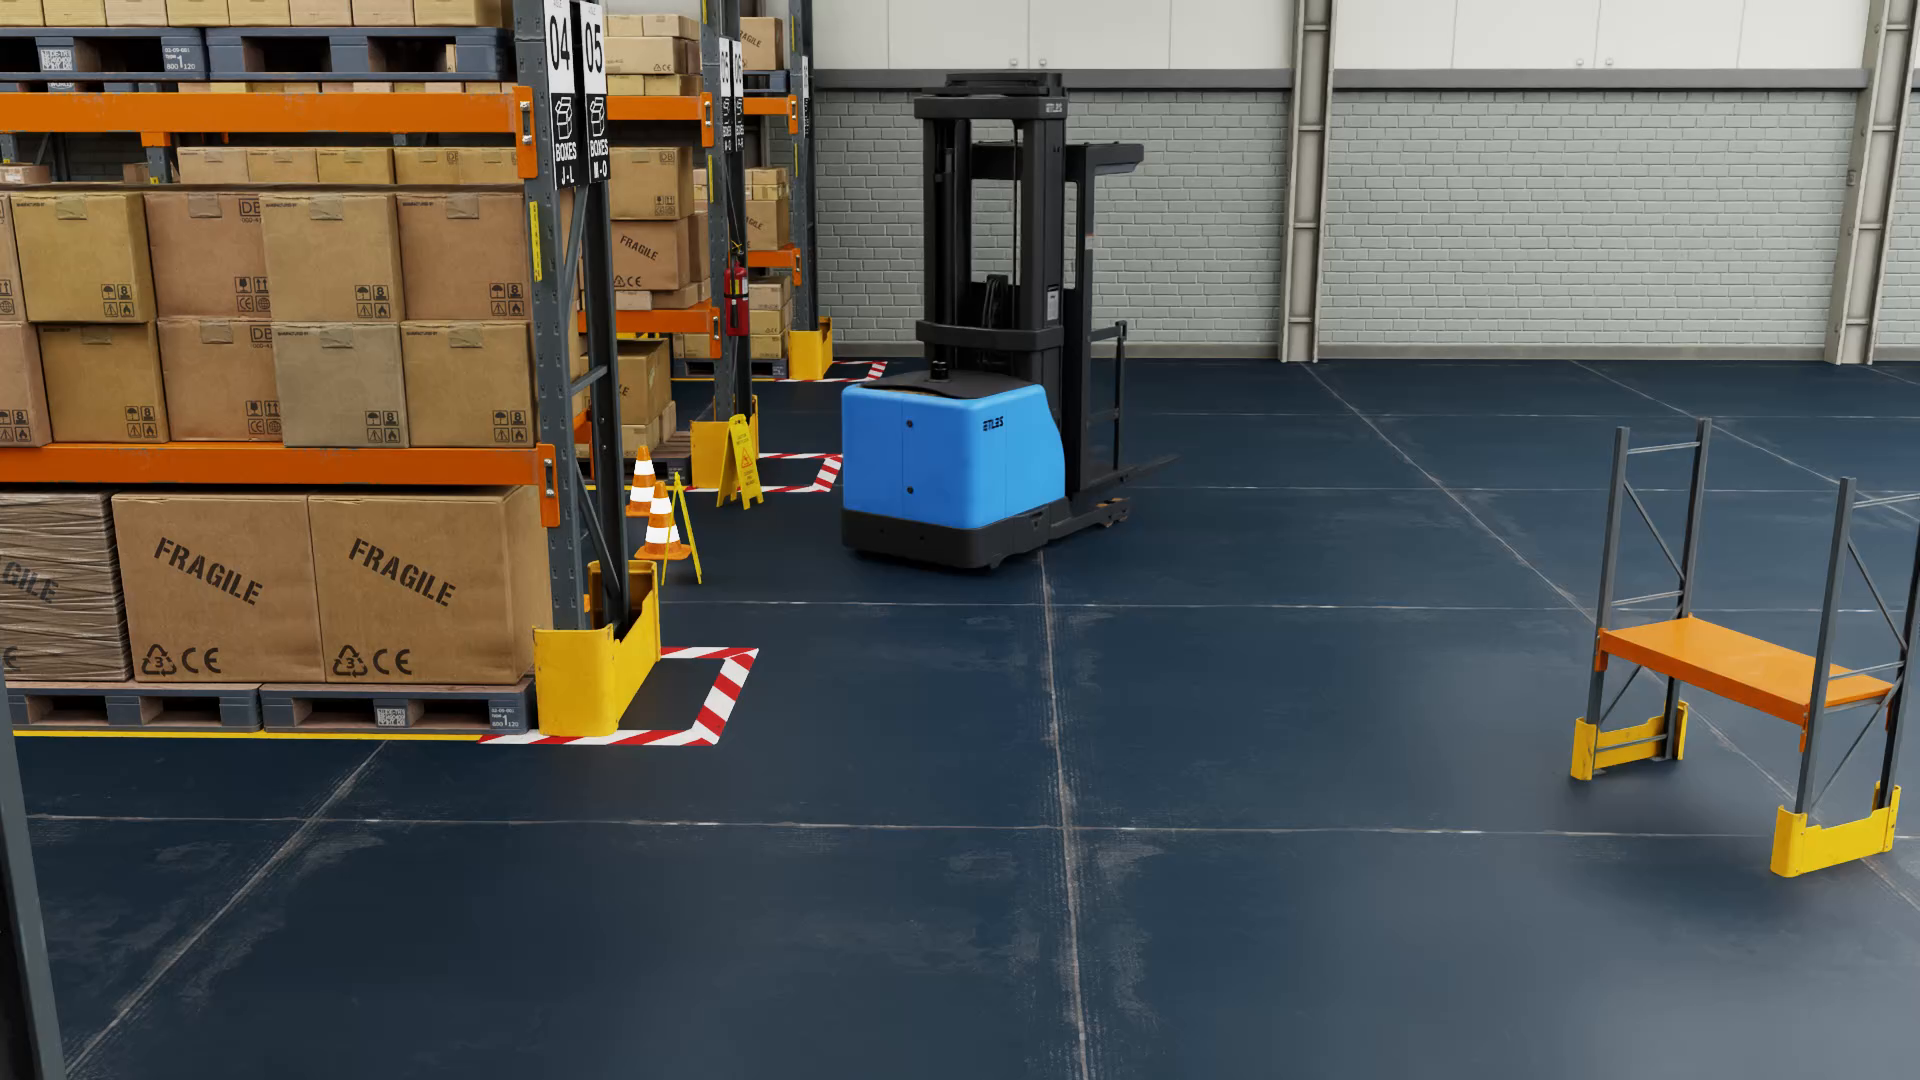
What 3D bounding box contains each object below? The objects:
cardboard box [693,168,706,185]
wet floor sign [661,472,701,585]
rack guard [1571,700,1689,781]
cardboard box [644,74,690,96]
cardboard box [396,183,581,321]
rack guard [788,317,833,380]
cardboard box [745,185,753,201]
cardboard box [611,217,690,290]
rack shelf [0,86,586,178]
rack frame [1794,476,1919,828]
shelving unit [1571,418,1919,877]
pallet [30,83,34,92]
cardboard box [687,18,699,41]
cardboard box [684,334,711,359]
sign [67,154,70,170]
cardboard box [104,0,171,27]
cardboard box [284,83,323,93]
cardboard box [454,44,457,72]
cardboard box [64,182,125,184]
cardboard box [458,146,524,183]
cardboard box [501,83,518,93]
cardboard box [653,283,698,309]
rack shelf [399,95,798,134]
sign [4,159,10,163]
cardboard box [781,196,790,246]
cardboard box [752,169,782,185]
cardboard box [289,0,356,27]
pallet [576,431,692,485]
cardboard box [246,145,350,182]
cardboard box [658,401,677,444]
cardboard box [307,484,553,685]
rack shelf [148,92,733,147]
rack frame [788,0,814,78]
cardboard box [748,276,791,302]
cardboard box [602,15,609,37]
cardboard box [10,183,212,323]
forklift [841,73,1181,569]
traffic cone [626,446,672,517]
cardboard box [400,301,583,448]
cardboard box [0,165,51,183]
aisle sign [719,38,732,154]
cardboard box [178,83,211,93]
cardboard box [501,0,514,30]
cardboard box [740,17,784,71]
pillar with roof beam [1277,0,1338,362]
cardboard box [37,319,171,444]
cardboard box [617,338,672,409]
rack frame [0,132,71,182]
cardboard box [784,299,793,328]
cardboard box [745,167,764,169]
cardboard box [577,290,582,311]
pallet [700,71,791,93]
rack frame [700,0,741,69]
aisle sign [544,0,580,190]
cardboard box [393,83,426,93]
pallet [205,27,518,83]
[{"bbox_3d":[-2.719,-3.706,16.958,0.250,0.149,0.380,0,15,2],"label":"cardboard box"},{"bbox_3d":[-1.668,-0.080,9.880,0.232,0.644,0.267,-2,15,-8],"label":"wet floor sign"},{"bbox_3d":[2.868,0.853,7.117,0.587,0.250,0.087,-7,16,-24],"label":"rack guard"},{"bbox_3d":[-2.086,-3.237,11.841,0.250,0.149,0.380,0,15,2],"label":"cardboard box"},{"bbox_3d":[-2.117,-1.321,7.556,0.550,0.550,0.875,0,15,1],"label":"cardboard box"},{"bbox_3d":[-1.575,-2.034,17.570,0.348,0.500,1.175,0,15,1],"label":"rack guard"},{"bbox_3d":[-2.209,-3.530,16.871,0.250,0.149,0.380,1,15,2],"label":"cardboard box"},{"bbox_3d":[-2.272,-2.102,12.150,0.500,0.500,0.500,0,15,0],"label":"cardboard box"},{"bbox_3d":[-3.747,-1.830,7.425,4.000,0.370,1.077,0,15,1],"label":"rack shelf"},{"bbox_3d":[3.298,0.483,6.068,0.500,1.500,0.032,-7,16,-24],"label":"rack frame"},{"bbox_3d":[3.079,0.364,6.521,0.587,1.500,1.083,-7,16,-24],"label":"shelving unit"},{"bbox_3d":[-7.372,-3.400,12.334,1.003,0.211,1.213,0,15,1],"label":"pallet"},{"bbox_3d":[-2.072,-3.746,12.207,0.250,0.149,0.380,0,15,1],"label":"cardboard box"},{"bbox_3d":[-2.574,-2.045,17.276,0.500,0.250,0.500,0,15,1],"label":"cardboard box"},{"bbox_3d":[-9.586,-3.996,17.838,0.005,0.325,0.100,0,15,1],"label":"sign"},{"bbox_3d":[-3.359,-2.218,6.962,0.250,0.149,0.380,0,15,2],"label":"cardboard box"},{"bbox_3d":[-4.655,-3.266,11.953,0.250,0.149,0.380,1,15,3],"label":"cardboard box"},{"bbox_3d":[-3.262,-3.439,11.826,0.500,0.250,0.500,1,15,3],"label":"cardboard box"},{"bbox_3d":[-6.683,-2.478,12.749,0.500,0.500,0.500,0,15,2],"label":"cardboard box"},{"bbox_3d":[-3.257,-2.583,12.010,0.500,0.500,0.700,0,15,1],"label":"cardboard box"},{"bbox_3d":[-3.102,-3.249,11.886,0.250,0.149,0.380,0,15,1],"label":"cardboard box"},{"bbox_3d":[-2.101,-1.803,12.288,0.250,0.149,0.380,1,15,3],"label":"cardboard box"},{"bbox_3d":[-3.598,-4.358,17.010,4.000,0.370,1.077,0,15,1],"label":"rack shelf"},{"bbox_3d":[-9.601,-3.678,16.787,0.005,0.325,0.100,0,15,1],"label":"sign"},{"bbox_3d":[-2.087,-3.365,17.519,0.500,0.500,0.500,1,15,3],"label":"cardboard box"},{"bbox_3d":[-1.963,-3.697,16.923,0.250,0.149,0.380,0,15,2],"label":"cardboard box"},{"bbox_3d":[-2.597,-2.213,6.943,0.250,0.149,0.380,1,15,2],"label":"cardboard box"},{"bbox_3d":[-2.609,-0.644,12.865,1.213,0.211,1.003,0,15,1],"label":"pallet"},{"bbox_3d":[-4.776,-2.612,12.120,0.500,0.500,0.700,0,15,2],"label":"cardboard box"},{"bbox_3d":[-2.521,-0.926,13.038,0.500,0.250,0.500,0,15,1],"label":"cardboard box"},{"bbox_3d":[-2.427,0.123,7.837,0.875,0.875,0.875,0,15,2],"label":"cardboard box"},{"bbox_3d":[-3.721,-3.093,12.212,4.000,0.370,1.077,0,15,1],"label":"rack shelf"},{"bbox_3d":[-1.599,-6.144,16.486,0.127,3.000,1.000,0,15,1],"label":"rack frame"},{"bbox_3d":[-2.075,-2.651,17.616,0.500,0.250,0.500,0,15,1],"label":"cardboard box"},{"bbox_3d":[-2.580,-3.627,11.756,0.250,0.149,0.380,0,15,1],"label":"cardboard box"},{"bbox_3d":[-3.759,-1.310,7.513,0.500,0.550,0.875,0,15,1],"label":"cardboard box"},{"bbox_3d":[0.508,-1.561,11.012,1.130,2.935,3.031,10,18,33],"label":"forklift"},{"bbox_3d":[-2.185,-0.424,11.541,0.334,0.463,0.336,0,15,1],"label":"traffic cone"},{"bbox_3d":[-2.120,-0.777,7.613,0.550,0.550,0.875,0,15,1],"label":"cardboard box"},{"bbox_3d":[-6.877,-2.659,12.163,0.250,0.149,0.380,0,15,0],"label":"cardboard box"},{"bbox_3d":[-1.668,-3.160,11.840,0.004,0.787,0.394,0,15,1],"label":"aisle sign"},{"bbox_3d":[-5.412,-3.267,11.954,0.250,0.149,0.380,0,15,1],"label":"cardboard box"},{"bbox_3d":[-2.082,-2.378,7.568,0.250,0.149,0.380,0,15,2],"label":"cardboard box"},{"bbox_3d":[-2.048,-4.934,16.565,0.500,0.500,0.500,1,15,3],"label":"cardboard box"},{"bbox_3d":[3.616,-5.241,13.065,0.400,9.000,9.100,0,15,1],"label":"pillar with roof beam"},{"bbox_3d":[-3.758,-0.804,7.713,0.500,0.550,0.875,0,15,1],"label":"cardboard box"},{"bbox_3d":[-2.545,-1.289,12.942,0.500,0.500,0.500,0,15,0],"label":"cardboard box"},{"bbox_3d":[-9.596,-3.295,17.449,0.127,3.000,1.000,0,15,1],"label":"rack frame"},{"bbox_3d":[-2.064,-2.414,17.697,0.500,0.250,0.500,1,15,2],"label":"cardboard box"},{"bbox_3d":[-2.194,-3.823,17.400,0.250,0.149,0.380,1,15,3],"label":"cardboard box"},{"bbox_3d":[-2.871,-1.778,12.191,0.250,0.149,0.380,1,15,2],"label":"cardboard box"},{"bbox_3d":[-2.305,-4.662,16.923,1.213,0.211,1.003,0,15,1],"label":"pallet"},{"bbox_3d":[-1.722,-4.878,11.688,0.127,3.000,1.000,0,15,1],"label":"rack frame"},{"bbox_3d":[-1.684,-1.894,7.043,0.004,0.787,0.394,0,15,1],"label":"aisle sign"},{"bbox_3d":[-3.871,-3.257,11.918,0.250,0.149,0.380,0,15,2],"label":"cardboard box"},{"bbox_3d":[-2.489,-2.124,7.303,1.213,0.211,1.003,0,15,1],"label":"pallet"}]
